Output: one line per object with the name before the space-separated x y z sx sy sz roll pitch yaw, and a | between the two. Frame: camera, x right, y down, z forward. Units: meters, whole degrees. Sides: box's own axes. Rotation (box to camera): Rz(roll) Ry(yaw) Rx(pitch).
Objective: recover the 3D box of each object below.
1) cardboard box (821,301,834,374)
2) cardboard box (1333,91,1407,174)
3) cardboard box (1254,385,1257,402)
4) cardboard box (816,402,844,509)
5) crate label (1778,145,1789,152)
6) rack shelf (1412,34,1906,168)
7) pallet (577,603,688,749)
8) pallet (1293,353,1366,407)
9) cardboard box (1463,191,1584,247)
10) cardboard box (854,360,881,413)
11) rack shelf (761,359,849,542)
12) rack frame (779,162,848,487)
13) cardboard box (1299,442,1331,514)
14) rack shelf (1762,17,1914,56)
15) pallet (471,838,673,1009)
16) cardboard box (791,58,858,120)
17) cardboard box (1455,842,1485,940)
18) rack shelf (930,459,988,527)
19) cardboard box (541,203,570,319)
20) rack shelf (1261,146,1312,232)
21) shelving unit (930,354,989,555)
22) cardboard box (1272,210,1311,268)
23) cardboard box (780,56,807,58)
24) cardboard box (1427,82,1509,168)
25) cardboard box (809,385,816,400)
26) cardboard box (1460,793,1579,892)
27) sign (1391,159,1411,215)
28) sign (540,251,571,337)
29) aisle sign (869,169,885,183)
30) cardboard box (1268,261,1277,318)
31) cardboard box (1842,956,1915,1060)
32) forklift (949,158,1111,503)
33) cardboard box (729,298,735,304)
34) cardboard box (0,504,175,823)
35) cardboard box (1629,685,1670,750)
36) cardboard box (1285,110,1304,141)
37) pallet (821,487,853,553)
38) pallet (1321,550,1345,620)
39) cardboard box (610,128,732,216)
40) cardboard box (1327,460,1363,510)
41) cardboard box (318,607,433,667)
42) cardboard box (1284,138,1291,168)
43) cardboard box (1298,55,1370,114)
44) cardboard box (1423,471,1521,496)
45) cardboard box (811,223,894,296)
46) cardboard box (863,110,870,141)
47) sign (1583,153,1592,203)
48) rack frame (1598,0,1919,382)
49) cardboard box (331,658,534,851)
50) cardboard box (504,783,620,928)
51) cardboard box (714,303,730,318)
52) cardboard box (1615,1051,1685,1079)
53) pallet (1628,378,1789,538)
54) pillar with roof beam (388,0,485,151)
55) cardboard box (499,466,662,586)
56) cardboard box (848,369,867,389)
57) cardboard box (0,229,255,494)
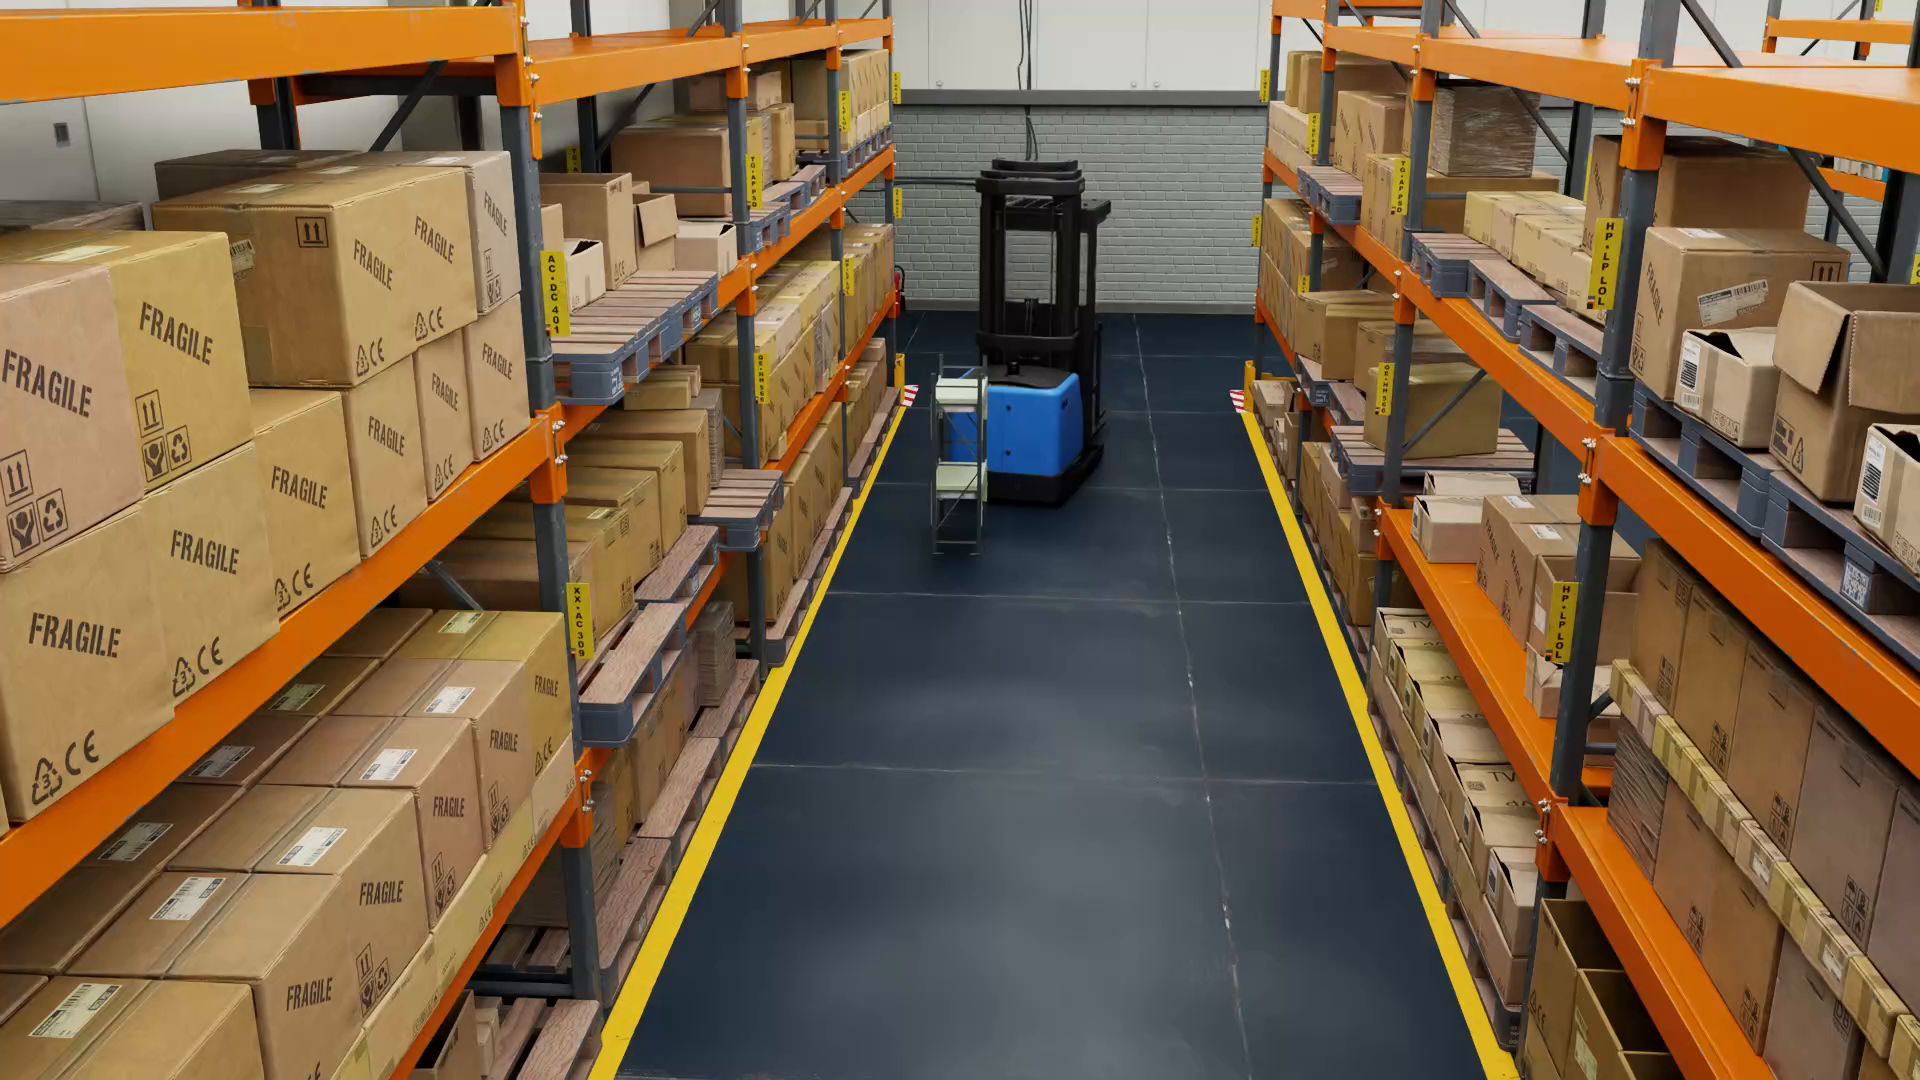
cardboard box | -1.313 -1.645 13.457 0.500 0.500 0.500 1 18 4
cardboard box | 3.327 -3.211 13.091 0.600 0.600 0.600 0 18 -1
cardboard box | 3.332 -1.550 17.681 0.380 0.166 0.250 1 18 4
cardboard box | -1.422 -0.728 14.105 0.750 0.750 0.750 1 18 5
crate label | 8.275 -3.851 16.281 0.408 0.251 0.502 1 18 4
rack shelf | 3.006 -2.101 7.680 1.077 0.370 4.000 1 18 4
pallet | -1.878 0.587 7.623 1.003 0.211 1.213 1 18 4
pallet | 3.270 -1.308 13.407 1.003 0.211 1.213 1 18 4
cardboard box | 3.173 -1.815 9.393 0.500 0.250 0.500 0 18 0
cardboard box | -1.204 -1.634 17.432 0.700 0.500 0.500 1 18 4
rack shelf | -1.648 -0.792 12.677 1.077 0.370 4.000 1 18 4
rack frame | -1.505 -1.755 14.461 1.000 3.000 0.127 1 18 4
cardboard box | 3.159 -0.522 14.006 0.500 0.500 0.500 0 18 1
rack shelf | 8.520 -4.474 14.922 1.077 0.370 4.000 1 18 4
pallet | -2.024 1.813 8.051 1.003 0.211 1.213 1 18 4
cardboard box | -1.174 -3.928 14.476 0.500 0.500 0.500 1 18 3
cardboard box | 2.641 1.654 7.799 0.500 0.250 0.500 1 18 3
rack shelf | 0.000 -0.401 13.785 0.431 0.370 0.720 1 18 4
cardboard box | -1.959 -1.111 6.843 0.500 0.500 0.500 4 19 12
rack shelf | 3.580 -3.350 15.668 1.077 0.370 4.000 1 18 4
shelving unit | 0.000 -0.711 13.683 0.431 1.500 0.755 1 18 4
cardboard box | 3.358 -2.961 16.375 0.500 0.500 0.500 2 18 5
cardboard box | -1.651 -4.095 14.987 0.500 0.500 0.500 1 18 2
cardboard box | 3.224 -2.645 10.594 0.500 0.500 0.500 1 18 4
cardboard box | -1.349 -1.217 13.192 0.380 0.149 0.250 1 18 4
cardboard box | 2.637 1.386 7.717 0.500 0.311 0.500 2 18 5
sign | 2.609 -2.087 9.827 0.100 0.325 0.005 1 18 4
sign | -1.537 -0.931 6.301 0.100 0.325 0.005 1 18 4
aisle sign | -0.914 -4.248 17.895 0.394 0.787 0.004 1 18 4
cardboard box | 3.358 -2.487 16.535 0.500 0.500 0.500 1 18 4
cardboard box | 2.505 1.201 4.239 0.380 0.149 0.250 2 18 5
forklift | 0.787 -2.145 15.763 1.130 2.935 3.031 5 19 15
cardboard box | -1.901 -1.692 12.395 0.500 0.250 0.500 1 18 3
cardboard box | -2.018 0.225 3.408 0.500 0.500 0.500 2 18 8
cardboard box | 2.633 0.641 5.948 0.380 0.149 0.250 2 18 5
cardboard box | 3.314 -3.860 15.506 0.500 0.250 0.500 1 18 4
pallet | -1.485 -0.188 14.159 1.003 0.211 1.213 1 18 4
pallet | 3.331 0.313 12.628 1.003 0.211 1.213 1 18 4
cardboard box | -1.815 -2.343 10.573 0.700 0.500 0.500 0 18 0
cardboard box | 3.052 -0.412 12.466 0.500 0.250 0.500 1 18 3
cardboard box | -2.320 0.577 6.350 0.500 0.500 0.500 1 18 3
cardboard box | 3.320 -3.622 15.584 0.500 0.250 0.500 1 18 4
cardboard box | 3.524 -4.212 15.375 0.700 0.500 0.500 1 18 4
cardboard box | 3.080 -0.249 10.008 0.500 0.311 0.500 2 18 7
cardboard box | -1.245 -2.981 17.722 0.980 0.700 0.700 2 18 6
cardboard box | -1.112 -3.882 15.542 0.500 0.250 0.500 1 18 2
sign | 3.703 -2.097 9.730 0.100 0.325 0.005 1 18 4
rack frame | 2.863 -2.012 5.610 1.000 3.000 0.127 1 18 4
cardboard box | -1.834 0.744 5.839 0.500 0.500 0.500 1 18 4
cardboard box | -2.042 1.480 7.898 0.700 0.500 0.500 2 18 6
cardboard box | -1.937 -1.534 11.912 0.500 0.250 0.500 1 18 3
cardboard box | 2.446 2.038 5.424 0.500 0.500 0.500 1 18 4
pallet | 2.828 -0.279 5.281 1.003 0.211 1.213 1 18 4
pillar with roof beam | 1.546 -2.883 8.269 9.100 9.000 0.400 1 18 4
cardboard box | -1.945 -0.063 8.430 0.700 0.500 0.500 4 19 11
cardboard box | -1.105 -1.569 16.193 0.380 0.149 0.250 1 18 2
cardboard box | -1.983 -0.414 3.753 0.500 0.500 0.500 2 18 5
